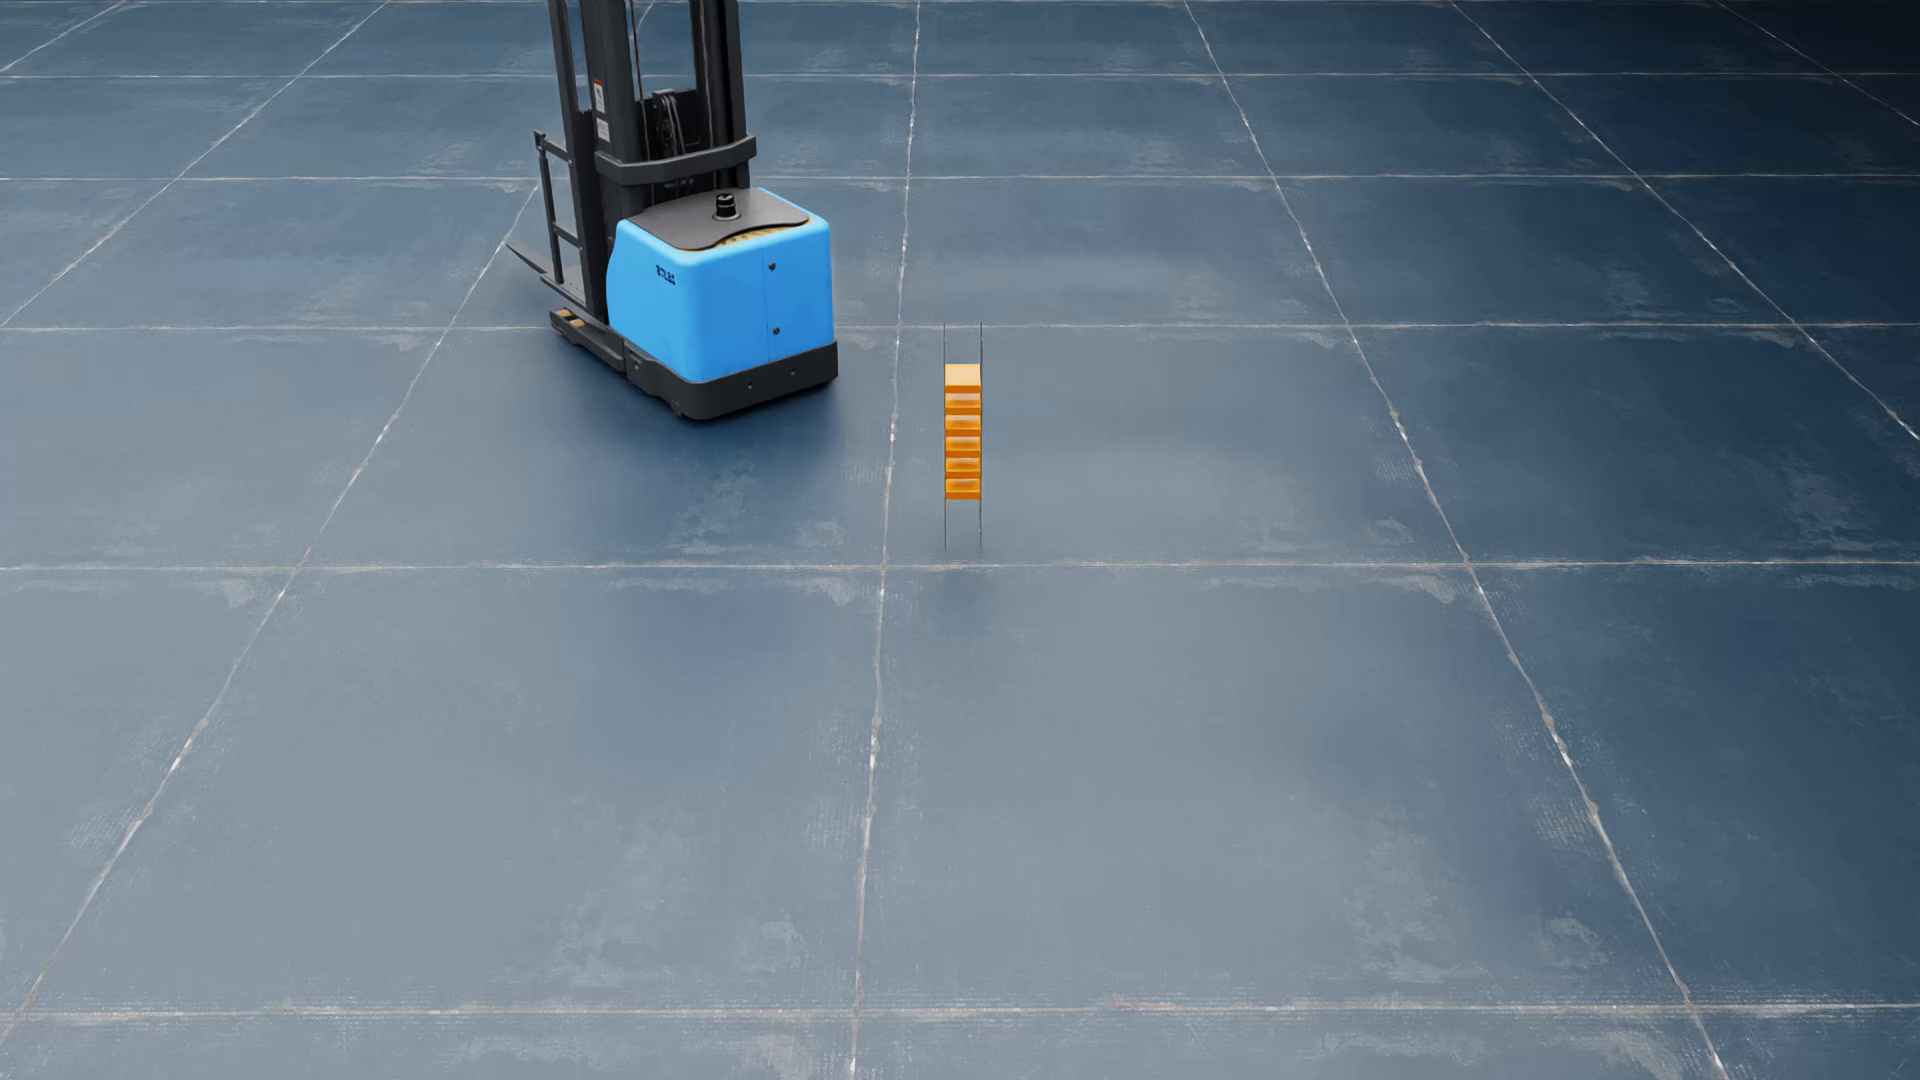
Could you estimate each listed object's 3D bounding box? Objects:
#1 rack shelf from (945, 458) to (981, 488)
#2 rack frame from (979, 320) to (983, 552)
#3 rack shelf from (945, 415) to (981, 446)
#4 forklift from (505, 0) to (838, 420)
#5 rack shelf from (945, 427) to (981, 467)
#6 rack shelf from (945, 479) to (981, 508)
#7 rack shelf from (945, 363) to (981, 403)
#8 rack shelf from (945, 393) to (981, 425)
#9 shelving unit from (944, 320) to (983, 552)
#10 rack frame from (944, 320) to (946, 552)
[{"bbox_3d":[0.014,-0.372,8.524,0.180,0.103,0.258,0,31,0],"label":"rack shelf"},{"bbox_3d":[0.106,-0.513,8.439,0.006,1.200,0.240,0,31,0],"label":"rack frame"},{"bbox_3d":[0.014,-0.578,8.400,0.180,0.103,0.258,0,31,0],"label":"rack shelf"},{"bbox_3d":[-2.048,-2.664,10.316,1.130,2.935,3.031,-22,37,-31],"label":"forklift"},{"bbox_3d":[0.014,-0.475,8.462,0.180,0.103,0.258,0,31,0],"label":"rack shelf"},{"bbox_3d":[0.014,-0.270,8.586,0.180,0.103,0.258,0,31,0],"label":"rack shelf"},{"bbox_3d":[0.014,-0.783,8.275,0.180,0.103,0.258,0,31,0],"label":"rack shelf"},{"bbox_3d":[0.014,-0.680,8.337,0.180,0.103,0.258,0,31,0],"label":"rack shelf"},{"bbox_3d":[0.014,-0.513,8.439,0.189,1.200,0.258,0,31,0],"label":"shelving unit"},{"bbox_3d":[-0.077,-0.513,8.438,0.006,1.200,0.240,0,31,0],"label":"rack frame"}]
